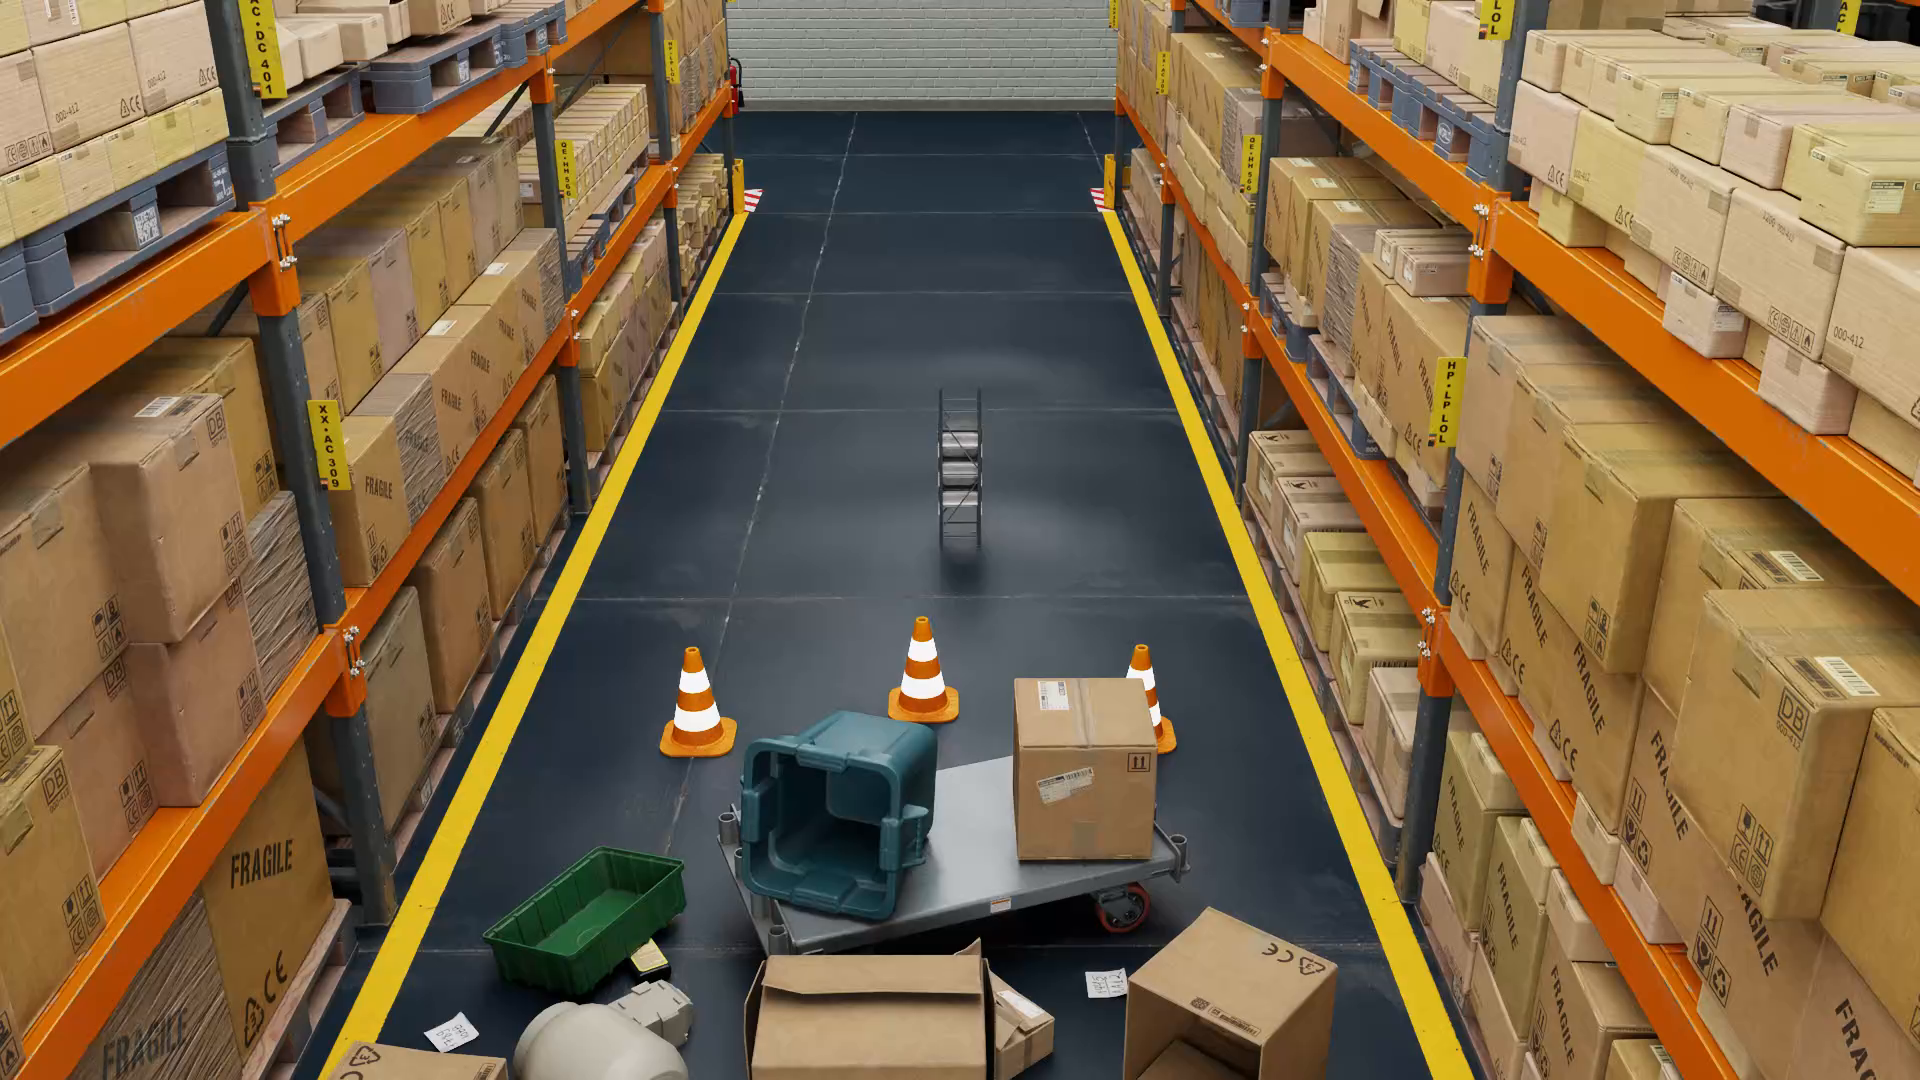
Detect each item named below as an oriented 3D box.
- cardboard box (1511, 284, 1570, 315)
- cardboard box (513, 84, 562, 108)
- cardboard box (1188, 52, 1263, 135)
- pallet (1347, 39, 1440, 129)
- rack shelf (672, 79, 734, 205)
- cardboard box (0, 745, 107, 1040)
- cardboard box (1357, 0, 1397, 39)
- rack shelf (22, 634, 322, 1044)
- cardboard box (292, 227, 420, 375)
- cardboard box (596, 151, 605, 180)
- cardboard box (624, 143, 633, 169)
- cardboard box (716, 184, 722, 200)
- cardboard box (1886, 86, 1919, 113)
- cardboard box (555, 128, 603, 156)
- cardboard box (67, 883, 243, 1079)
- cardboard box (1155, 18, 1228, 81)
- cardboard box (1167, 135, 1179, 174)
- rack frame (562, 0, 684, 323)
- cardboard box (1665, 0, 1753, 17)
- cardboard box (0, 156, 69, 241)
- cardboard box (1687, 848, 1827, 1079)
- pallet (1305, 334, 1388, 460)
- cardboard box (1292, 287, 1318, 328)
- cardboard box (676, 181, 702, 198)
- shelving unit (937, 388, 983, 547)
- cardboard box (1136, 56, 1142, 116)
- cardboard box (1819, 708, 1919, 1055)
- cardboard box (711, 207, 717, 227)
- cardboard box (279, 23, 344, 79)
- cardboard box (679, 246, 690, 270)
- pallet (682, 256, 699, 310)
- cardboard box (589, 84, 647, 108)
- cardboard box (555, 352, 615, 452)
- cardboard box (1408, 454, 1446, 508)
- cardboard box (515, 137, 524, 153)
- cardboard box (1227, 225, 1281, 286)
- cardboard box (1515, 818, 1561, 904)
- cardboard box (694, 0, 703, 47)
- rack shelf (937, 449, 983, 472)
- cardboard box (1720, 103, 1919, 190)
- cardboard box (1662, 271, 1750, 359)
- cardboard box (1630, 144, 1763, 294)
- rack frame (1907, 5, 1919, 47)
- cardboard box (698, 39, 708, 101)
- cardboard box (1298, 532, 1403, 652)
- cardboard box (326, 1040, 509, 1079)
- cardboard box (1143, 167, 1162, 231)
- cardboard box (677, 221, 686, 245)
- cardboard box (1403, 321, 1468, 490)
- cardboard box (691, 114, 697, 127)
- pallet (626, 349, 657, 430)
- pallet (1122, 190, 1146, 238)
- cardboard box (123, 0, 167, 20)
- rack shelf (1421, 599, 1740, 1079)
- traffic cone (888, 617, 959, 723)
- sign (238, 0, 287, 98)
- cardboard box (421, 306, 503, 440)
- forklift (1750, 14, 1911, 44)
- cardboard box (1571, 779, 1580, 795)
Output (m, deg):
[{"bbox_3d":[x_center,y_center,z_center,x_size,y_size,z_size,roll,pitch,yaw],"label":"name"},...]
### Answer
[{"bbox_3d":[2.517,-0.725,6.722,0.500,0.500,0.500,0,24,0],"label":"cardboard box"},{"bbox_3d":[-3.250,-3.368,12.630,0.380,0.149,0.250,1,24,2],"label":"cardboard box"},{"bbox_3d":[1.908,-3.151,11.742,0.500,0.500,0.500,-1,24,-2],"label":"cardboard box"},{"bbox_3d":[2.327,-1.915,6.933,1.213,0.211,1.003,0,24,-1],"label":"pallet"},{"bbox_3d":[-2.816,-3.681,15.121,1.077,0.370,4.000,0,24,-1],"label":"rack shelf"},{"bbox_3d":[-2.668,0.863,4.020,0.875,0.550,0.500,0,24,-1],"label":"cardboard box"},{"bbox_3d":[2.243,-2.386,7.619,0.797,0.503,0.637,0,24,-1],"label":"cardboard box"},{"bbox_3d":[-2.685,1.142,4.133,0.919,0.052,3.809,0,24,-1],"label":"rack shelf"},{"bbox_3d":[-2.731,-1.014,7.017,0.700,0.500,0.500,0,24,0],"label":"cardboard box"},{"bbox_3d":[-2.571,-2.479,11.026,0.380,0.149,0.250,0,24,-1],"label":"cardboard box"},{"bbox_3d":[-2.585,-2.786,12.064,0.380,0.149,0.250,-1,24,-3],"label":"cardboard box"},{"bbox_3d":[-2.539,-3.430,16.284,0.380,0.149,0.250,-1,24,-3],"label":"cardboard box"},{"bbox_3d":[2.490,-1.009,4.037,0.380,0.149,0.250,-1,24,-2],"label":"cardboard box"},{"bbox_3d":[-2.578,-2.617,10.970,0.380,0.149,0.250,0,24,1],"label":"cardboard box"},{"bbox_3d":[-2.756,1.520,4.819,0.875,0.875,0.875,0,24,0],"label":"cardboard box"},{"bbox_3d":[1.873,-3.943,13.493,0.500,0.500,0.500,0,24,-1],"label":"cardboard box"},{"bbox_3d":[1.895,-2.998,12.920,0.500,0.250,0.500,-1,24,-2],"label":"cardboard box"},{"bbox_3d":[-2.794,-3.184,13.151,1.000,3.000,0.127,0,24,-1],"label":"rack frame"},{"bbox_3d":[2.621,-2.117,6.217,0.500,0.250,0.500,-1,24,-2],"label":"cardboard box"},{"bbox_3d":[-2.372,-0.810,3.935,0.380,0.149,0.250,0,24,0],"label":"cardboard box"},{"bbox_3d":[2.001,0.880,3.681,0.500,0.500,0.500,0,24,-1],"label":"cardboard box"},{"bbox_3d":[2.261,-0.697,7.884,1.003,0.211,1.213,0,24,-1],"label":"pallet"},{"bbox_3d":[1.924,-1.199,8.557,0.380,0.149,0.250,0,24,0],"label":"cardboard box"},{"bbox_3d":[-2.613,-3.243,15.508,0.380,0.149,0.250,-1,24,-2],"label":"cardboard box"},{"bbox_3d":[0.000,-0.413,9.572,0.258,0.900,0.210,0,24,-1],"label":"shelving unit"},{"bbox_3d":[1.872,-4.119,15.096,0.500,0.500,0.500,1,24,1],"label":"cardboard box"},{"bbox_3d":[2.063,0.642,2.996,0.700,0.500,0.500,0,24,0],"label":"cardboard box"},{"bbox_3d":[-2.522,-3.088,15.887,0.380,0.149,0.250,-1,24,-3],"label":"cardboard box"},{"bbox_3d":[-2.470,-1.806,6.136,0.250,0.149,0.380,0,24,-1],"label":"cardboard box"},{"bbox_3d":[-2.478,-2.363,13.924,0.380,0.149,0.250,1,24,2],"label":"cardboard box"},{"bbox_3d":[-2.837,-2.191,14.337,1.003,0.211,1.213,0,24,-1],"label":"pallet"},{"bbox_3d":[-2.595,-3.368,12.630,0.380,0.149,0.250,1,24,2],"label":"cardboard box"},{"bbox_3d":[-2.503,-0.881,10.582,0.500,0.500,0.500,-1,24,-3],"label":"cardboard box"},{"bbox_3d":[1.960,-0.240,6.435,0.380,0.149,0.250,0,24,0],"label":"cardboard box"},{"bbox_3d":[-3.231,-2.692,11.496,0.380,0.149,0.250,-1,24,-1],"label":"cardboard box"},{"bbox_3d":[1.933,-1.739,10.137,0.500,0.250,0.500,-1,24,-2],"label":"cardboard box"},{"bbox_3d":[1.927,0.980,5.073,0.380,0.149,0.250,1,24,1],"label":"cardboard box"},{"bbox_3d":[-2.555,-4.641,14.676,0.500,0.500,0.500,-1,24,-2],"label":"cardboard box"},{"bbox_3d":[0.000,-0.465,9.549,0.258,0.077,0.200,0,24,-1],"label":"rack shelf"},{"bbox_3d":[1.988,-0.900,3.797,0.380,0.149,0.250,-1,24,-1],"label":"cardboard box"},{"bbox_3d":[1.926,-0.543,3.975,0.380,0.149,0.250,-1,24,-2],"label":"cardboard box"},{"bbox_3d":[1.980,-0.784,4.025,0.500,0.250,0.500,0,24,0],"label":"cardboard box"},{"bbox_3d":[7.118,-3.272,13.345,1.000,3.000,0.127,0,24,-1],"label":"rack frame"},{"bbox_3d":[-2.565,-4.203,14.921,0.500,0.500,0.500,1,24,2],"label":"cardboard box"},{"bbox_3d":[2.213,0.255,8.225,0.950,0.372,0.625,1,24,1],"label":"cardboard box"},{"bbox_3d":[-1.664,1.885,4.973,0.500,0.500,0.500,4,25,9],"label":"cardboard box"},{"bbox_3d":[2.236,-3.272,15.944,0.875,0.438,0.875,0,24,1],"label":"cardboard box"},{"bbox_3d":[-2.535,-2.605,14.097,0.380,0.149,0.250,1,24,2],"label":"cardboard box"},{"bbox_3d":[2.007,-0.514,6.254,0.500,0.500,0.500,-1,24,-2],"label":"cardboard box"},{"bbox_3d":[-2.533,-3.731,14.664,0.380,0.149,0.250,1,24,2],"label":"cardboard box"},{"bbox_3d":[-2.768,-1.089,11.902,1.003,0.211,1.213,0,24,-1],"label":"pallet"},{"bbox_3d":[2.198,-3.297,16.784,1.003,0.211,1.213,0,24,-1],"label":"pallet"},{"bbox_3d":[-2.382,-1.487,4.464,0.380,0.149,0.250,0,24,-1],"label":"cardboard box"},{"bbox_3d":[2.263,1.200,4.330,1.077,0.370,4.000,0,24,-1],"label":"rack shelf"},{"bbox_3d":[-0.175,0.584,7.897,0.336,0.463,0.334,0,24,-1],"label":"traffic cone"},{"bbox_3d":[-2.152,-1.529,5.128,0.100,0.325,0.005,0,24,-1],"label":"sign"},{"bbox_3d":[-2.458,-0.775,7.702,0.500,0.500,0.500,0,24,0],"label":"cardboard box"},{"bbox_3d":[4.782,-1.381,9.323,1.129,2.867,3.031,-1,24,-1],"label":"forklift"},{"bbox_3d":[2.014,0.719,4.826,0.380,0.149,0.250,0,24,-1],"label":"cardboard box"}]
